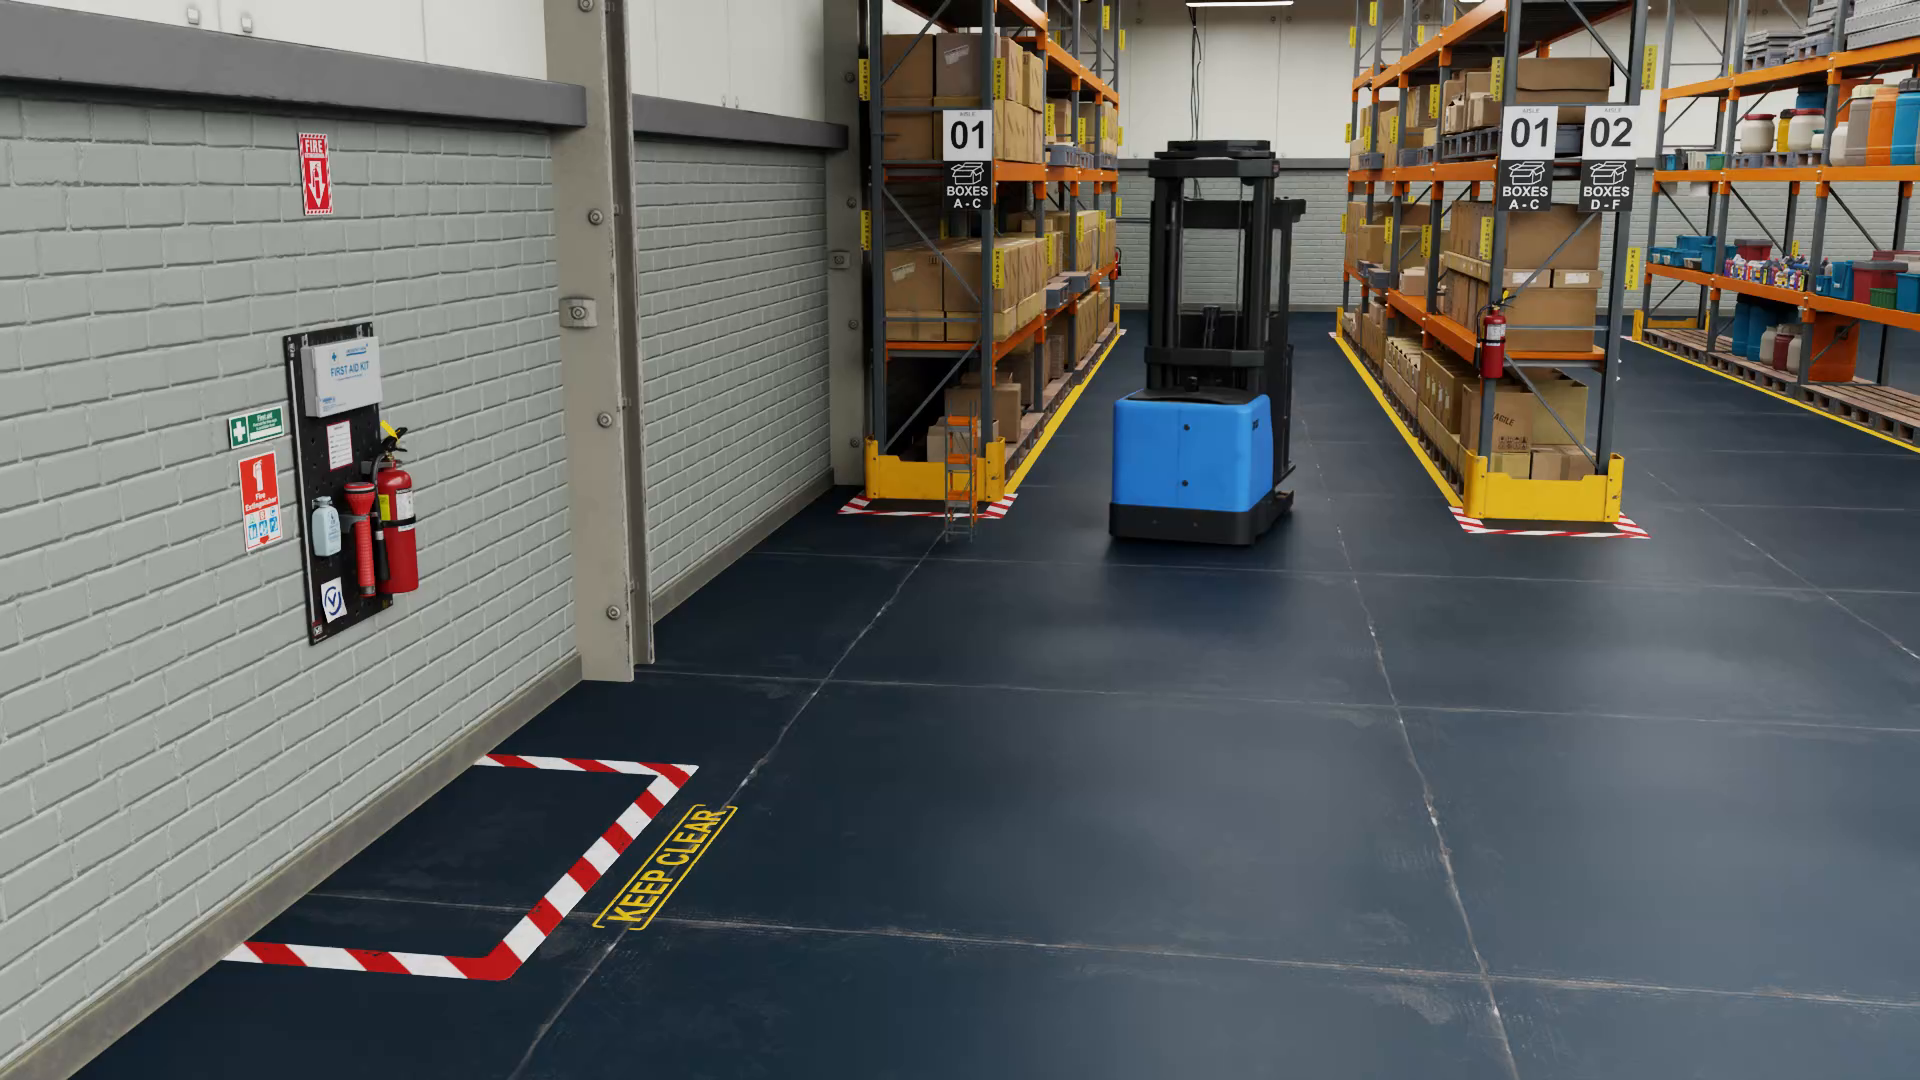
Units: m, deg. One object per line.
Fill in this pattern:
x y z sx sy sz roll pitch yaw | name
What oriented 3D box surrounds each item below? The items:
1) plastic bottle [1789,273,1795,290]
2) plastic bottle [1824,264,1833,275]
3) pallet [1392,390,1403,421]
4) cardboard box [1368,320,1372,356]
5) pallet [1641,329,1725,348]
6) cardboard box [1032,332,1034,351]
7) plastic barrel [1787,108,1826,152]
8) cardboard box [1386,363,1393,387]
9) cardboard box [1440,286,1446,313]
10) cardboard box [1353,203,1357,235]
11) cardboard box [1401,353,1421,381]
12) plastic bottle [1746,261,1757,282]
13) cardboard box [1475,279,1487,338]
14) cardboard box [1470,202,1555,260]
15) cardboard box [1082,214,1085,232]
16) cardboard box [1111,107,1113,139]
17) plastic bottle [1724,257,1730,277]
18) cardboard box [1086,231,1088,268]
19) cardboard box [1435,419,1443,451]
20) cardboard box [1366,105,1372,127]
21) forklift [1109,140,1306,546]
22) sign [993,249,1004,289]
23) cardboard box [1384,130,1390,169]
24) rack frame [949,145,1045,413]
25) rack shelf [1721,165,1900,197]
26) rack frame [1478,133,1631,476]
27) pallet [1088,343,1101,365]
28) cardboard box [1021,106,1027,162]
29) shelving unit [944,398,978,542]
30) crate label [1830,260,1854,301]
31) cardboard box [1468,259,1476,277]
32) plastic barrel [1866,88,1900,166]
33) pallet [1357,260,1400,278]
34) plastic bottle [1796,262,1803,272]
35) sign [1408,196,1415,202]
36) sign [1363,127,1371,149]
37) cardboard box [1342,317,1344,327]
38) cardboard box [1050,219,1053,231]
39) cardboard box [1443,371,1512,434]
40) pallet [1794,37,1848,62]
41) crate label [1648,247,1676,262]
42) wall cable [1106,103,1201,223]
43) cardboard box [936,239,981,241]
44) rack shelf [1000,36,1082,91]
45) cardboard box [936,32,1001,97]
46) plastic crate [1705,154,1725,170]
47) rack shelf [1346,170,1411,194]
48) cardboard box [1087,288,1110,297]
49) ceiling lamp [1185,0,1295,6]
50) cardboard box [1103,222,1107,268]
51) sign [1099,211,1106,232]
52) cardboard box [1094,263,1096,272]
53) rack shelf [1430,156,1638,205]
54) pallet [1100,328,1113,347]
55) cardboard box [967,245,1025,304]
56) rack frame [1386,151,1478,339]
10.521 -3.261 20.978 0.097 0.201 0.097 0 12 0 | plastic bottle
11.394 -3.476 21.799 0.152 0.276 0.135 2 12 9 | plastic bottle
5.545 -1.543 19.154 1.003 0.211 1.213 2 12 9 | pallet
6.045 -2.848 23.476 0.500 0.500 0.500 2 12 9 | cardboard box
11.860 -3.300 27.307 1.003 0.211 1.213 2 12 9 | pallet
0.627 -2.371 19.483 0.500 0.250 0.500 2 12 7 | cardboard box
10.918 -5.281 21.437 0.433 0.535 0.433 0 12 0 | plastic barrel
5.453 -1.987 20.123 0.500 0.250 0.500 2 12 7 | cardboard box
5.318 -2.528 17.459 0.500 0.250 0.500 3 12 12 | cardboard box
6.570 -5.130 26.568 0.500 0.500 0.500 2 12 8 | cardboard box
5.217 -1.938 18.567 0.500 0.311 0.500 2 12 8 | cardboard box
10.819 -3.664 22.669 0.152 0.276 0.135 2 12 9 | plastic bottle
4.913 -2.023 14.523 0.700 0.500 0.500 2 12 9 | cardboard box
4.992 -2.774 14.930 0.700 0.500 0.500 2 12 9 | cardboard box
1.412 -4.258 22.362 0.500 0.250 0.500 2 12 8 | cardboard box
2.233 -6.795 27.125 0.500 0.500 0.500 1 12 6 | cardboard box
10.932 -3.882 23.662 0.061 0.283 0.133 2 12 9 | plastic bottle
1.500 -3.999 22.936 0.500 0.500 0.500 2 12 8 | cardboard box
4.679 -0.960 15.356 0.500 0.250 0.500 2 12 9 | cardboard box
6.767 -6.582 26.184 0.700 0.500 0.500 2 12 9 | cardboard box
2.094 -1.656 13.222 1.130 2.935 3.031 4 13 20 | forklift
0.311 -2.230 13.666 0.100 0.325 0.005 2 12 9 | sign
6.093 -5.151 21.920 0.910 0.500 0.500 2 12 9 | cardboard box
0.390 -2.657 17.702 1.000 3.000 0.127 2 12 9 | rack frame
11.102 -4.700 21.768 1.077 0.370 4.000 2 12 9 | rack shelf
4.670 -1.665 13.097 1.000 3.000 0.127 2 12 9 | rack frame
1.576 -2.796 24.967 1.003 0.211 1.213 2 12 9 | pallet
0.328 -3.742 15.332 0.500 0.500 0.500 3 12 12 | cardboard box
0.008 -0.524 12.434 0.215 1.050 0.252 2 12 9 | shelving unit
10.374 -2.988 19.154 0.502 0.435 0.616 2 12 9 | crate label
4.777 -2.439 14.915 0.380 0.149 0.250 2 12 8 | cardboard box
10.353 -4.545 18.323 0.600 0.830 0.708 2 12 9 | plastic barrel
6.285 -3.906 23.953 1.003 0.211 1.213 2 12 9 | pallet
11.388 -3.637 22.555 0.097 0.271 0.097 0 12 0 | plastic bottle
7.676 -5.694 28.294 0.100 0.325 0.005 2 12 9 | sign
5.978 -5.898 24.392 0.100 0.325 0.005 2 12 9 | sign
6.688 -3.697 28.210 0.380 0.166 0.250 2 12 9 | cardboard box
0.982 -3.998 21.103 0.380 0.149 0.250 0 12 1 | cardboard box
4.598 -1.222 14.795 0.500 0.500 0.500 2 12 9 | cardboard box
10.936 -5.963 20.199 1.213 0.211 1.003 2 12 9 | pallet
11.661 -4.741 27.626 0.416 0.233 0.303 2 12 9 | crate label
3.458 -7.736 34.398 3.097 2.526 0.112 2 12 9 | wall cable
0.028 -2.761 16.715 0.500 0.500 0.500 2 12 8 | cardboard box
0.698 -5.459 19.120 1.077 0.370 4.000 2 12 9 | rack shelf
0.074 -3.910 13.740 0.500 0.500 0.500 1 12 5 | cardboard box
11.234 -5.586 24.569 0.416 0.233 0.300 2 12 9 | plastic crate
6.823 -5.694 26.380 1.077 0.370 4.000 2 12 9 | rack shelf
2.348 -4.221 28.355 0.380 0.149 0.250 2 12 10 | cardboard box
5.144 -11.418 30.259 2.000 3.185 0.800 2 12 9 | ceiling lamp
1.838 -4.733 26.624 0.980 0.700 0.700 2 12 7 | cardboard box
2.158 -4.834 25.244 0.100 0.325 0.005 2 12 9 | sign
1.833 -4.076 24.838 0.380 0.149 0.250 2 12 10 | cardboard box
4.978 -3.196 14.789 1.077 0.370 4.000 2 12 9 | rack shelf
2.000 -3.370 27.628 1.003 0.211 1.213 2 12 9 | pallet
0.317 -2.427 15.163 0.500 0.500 0.500 1 12 7 | cardboard box
5.900 -3.330 20.825 1.000 3.000 0.127 2 12 9 | rack frame
